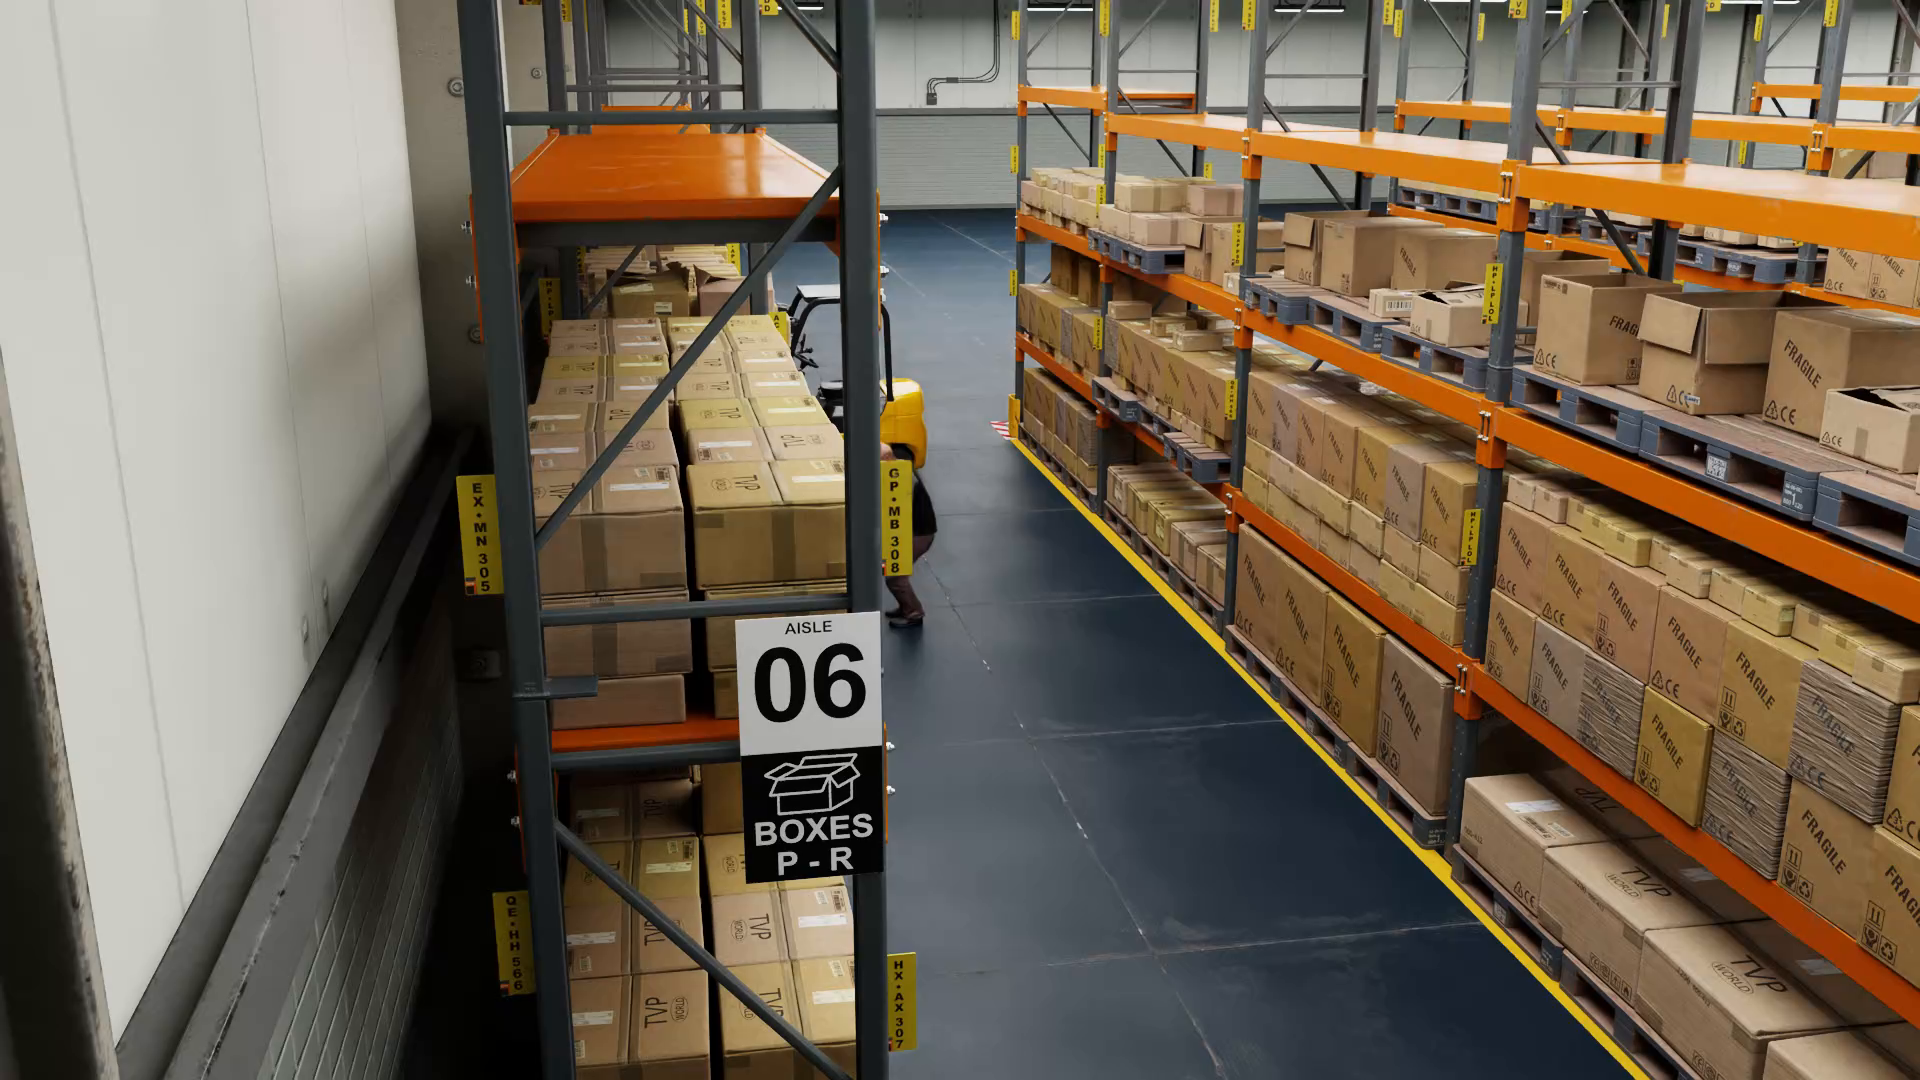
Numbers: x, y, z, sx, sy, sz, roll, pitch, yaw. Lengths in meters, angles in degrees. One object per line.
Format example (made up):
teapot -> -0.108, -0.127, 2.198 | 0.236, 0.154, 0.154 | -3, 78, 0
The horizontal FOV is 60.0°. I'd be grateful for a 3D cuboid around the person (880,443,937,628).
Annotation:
person -> -0.475, -0.051, 14.025 | 0.555, 1.581, 0.581 | -3, 16, -10
